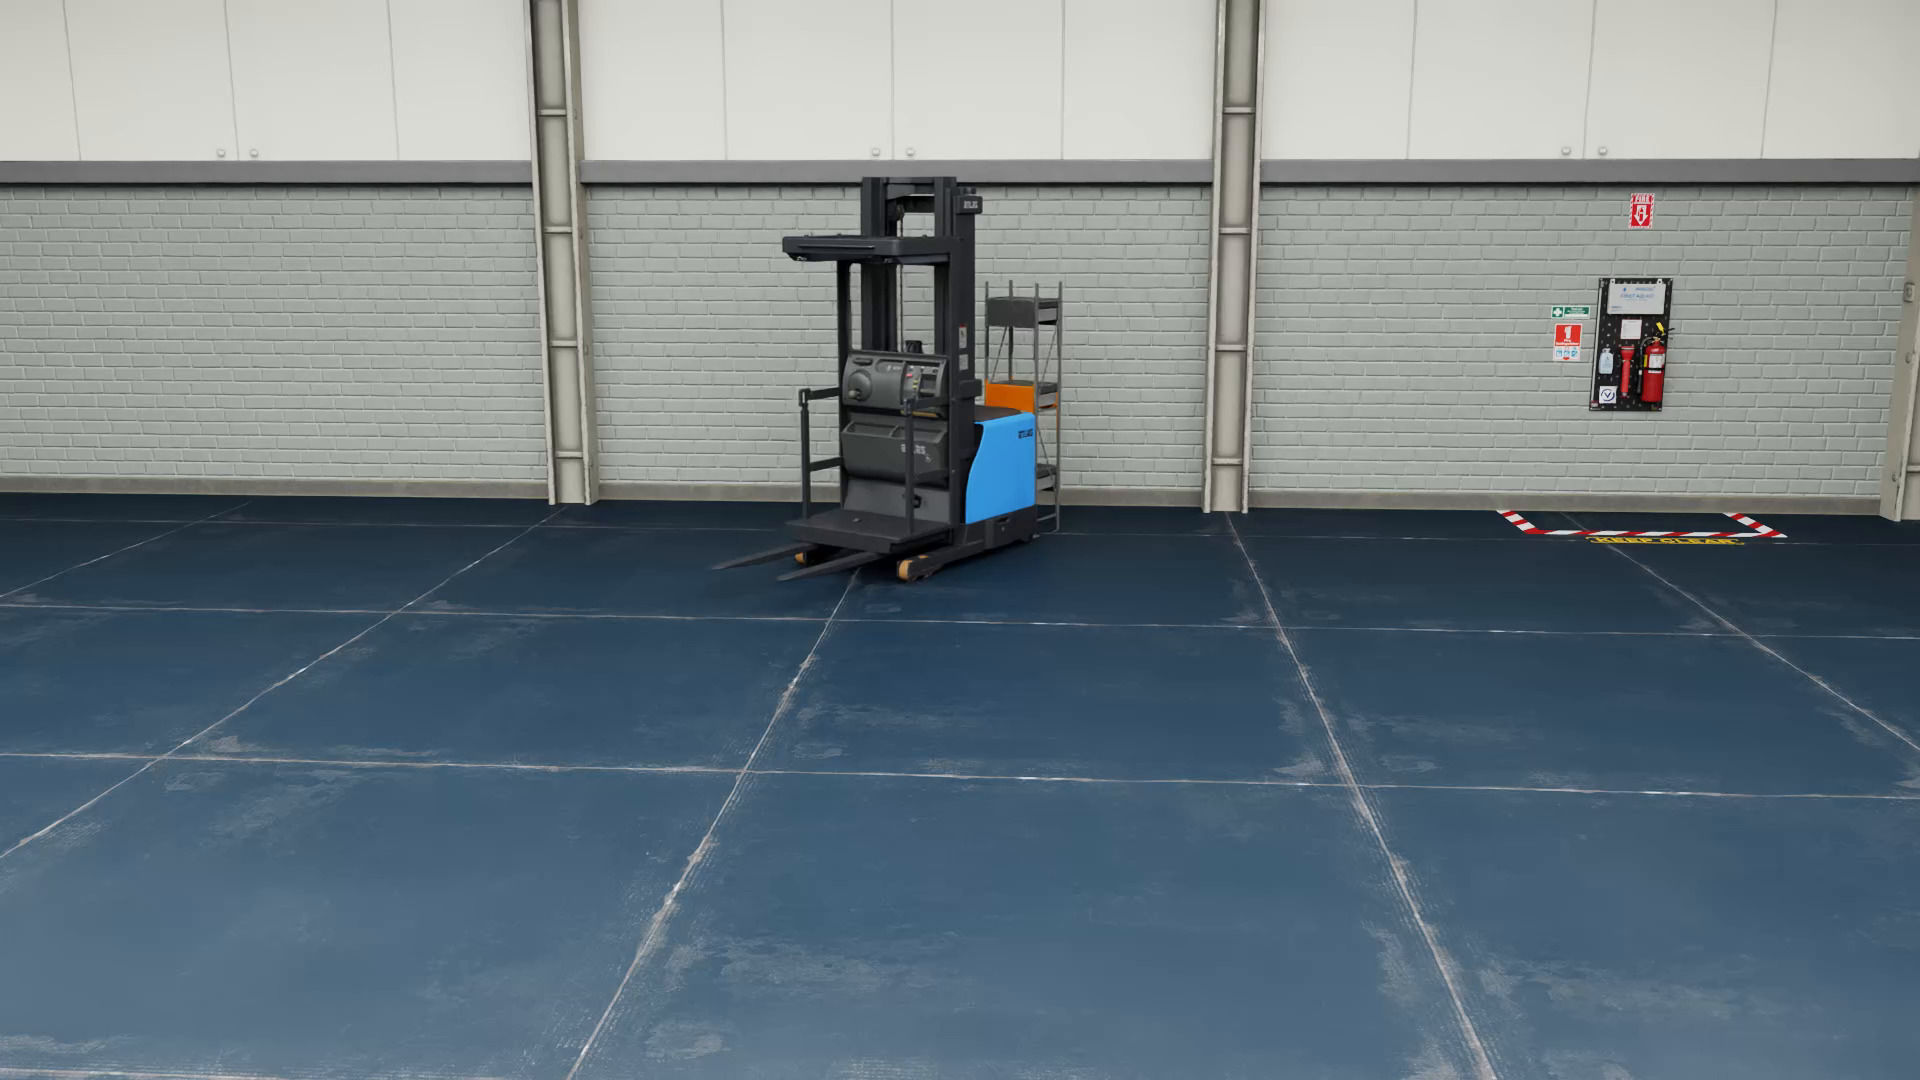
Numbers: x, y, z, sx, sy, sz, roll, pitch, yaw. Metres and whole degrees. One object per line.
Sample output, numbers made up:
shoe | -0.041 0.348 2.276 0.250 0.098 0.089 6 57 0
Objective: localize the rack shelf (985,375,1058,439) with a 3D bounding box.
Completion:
rack shelf | 0.525 -1.091 13.921 0.480 0.518 0.431 8 14 34

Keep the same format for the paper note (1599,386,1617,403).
paper note | 5.751 -1.289 14.757 0.142 0.148 0.016 1 12 4

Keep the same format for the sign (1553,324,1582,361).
sign | 5.378 -1.750 14.721 0.234 0.329 0.001 1 12 4

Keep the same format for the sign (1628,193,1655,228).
sign | 5.921 -2.859 14.448 0.199 0.298 0.001 1 12 4

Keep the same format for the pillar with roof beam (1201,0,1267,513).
pillar with roof beam | 2.111 -3.801 9.962 0.400 9.000 9.100 1 12 4

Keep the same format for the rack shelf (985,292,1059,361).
rack shelf | 0.525 -1.776 13.778 0.480 0.518 0.431 8 14 34

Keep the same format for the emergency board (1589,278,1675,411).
emergency board | 5.923 -1.704 14.587 0.643 1.169 0.194 1 12 4

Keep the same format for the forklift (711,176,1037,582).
forklift | -0.624 -1.235 12.515 1.130 2.935 3.031 8 14 34

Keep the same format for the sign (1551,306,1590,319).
sign | 5.382 -2.007 14.657 0.331 0.109 0.001 1 12 4

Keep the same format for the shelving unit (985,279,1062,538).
shelving unit | 0.525 -1.104 13.918 0.503 2.100 0.431 8 14 34

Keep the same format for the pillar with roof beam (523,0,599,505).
pillar with roof beam | -3.875 -3.883 10.355 0.400 9.000 9.100 1 12 4

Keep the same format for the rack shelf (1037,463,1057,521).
rack shelf | 0.526 -0.406 14.064 0.480 0.518 0.431 8 14 34

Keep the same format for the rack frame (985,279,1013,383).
rack frame | 0.325 -1.133 14.054 0.015 2.100 0.400 8 14 34

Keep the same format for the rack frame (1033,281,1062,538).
rack frame | 0.726 -1.076 13.783 0.015 2.100 0.400 8 14 34

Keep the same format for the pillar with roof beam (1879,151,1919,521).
pillar with roof beam | 8.098 -3.719 9.570 0.400 9.000 9.100 1 12 4
